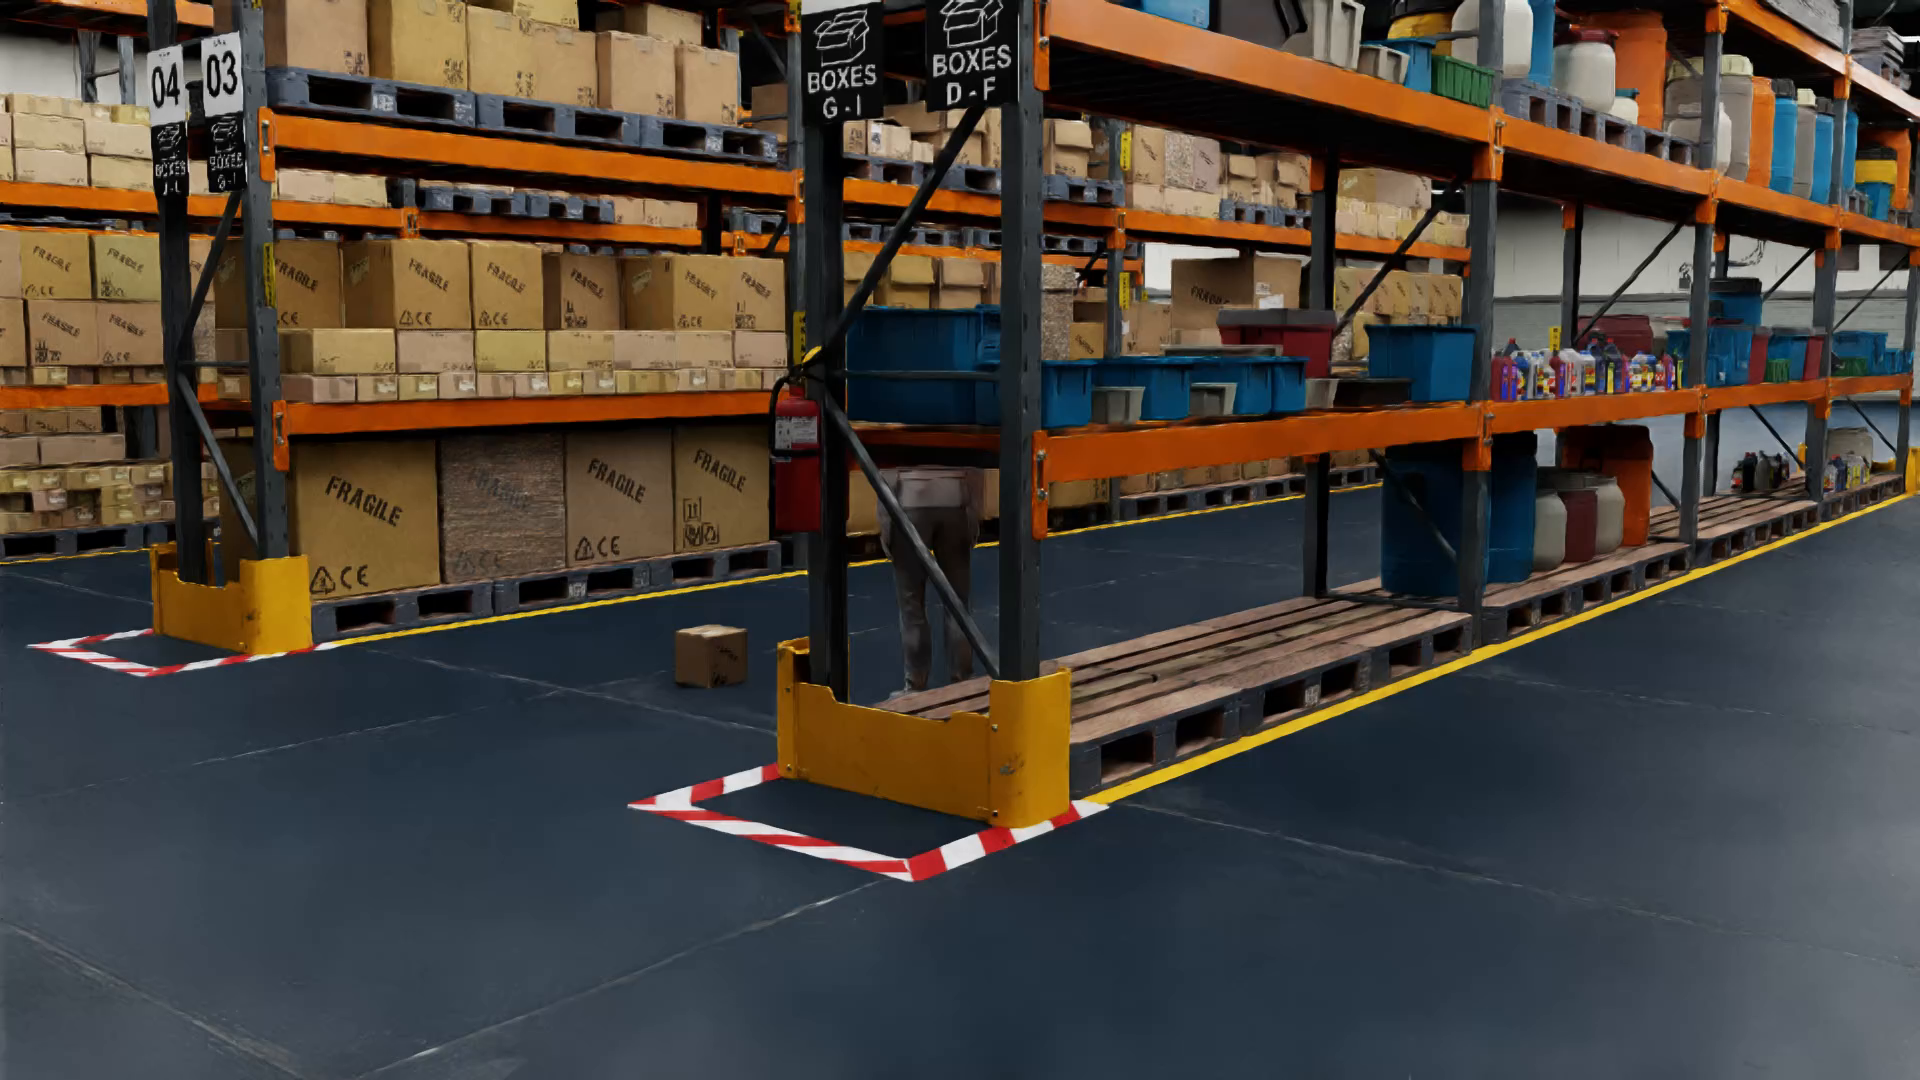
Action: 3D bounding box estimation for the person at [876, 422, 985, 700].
[{"bbox_3d":[-0.109,-0.087,7.311,0.567,1.676,0.380,-2,7,-19],"label":"person"}]
